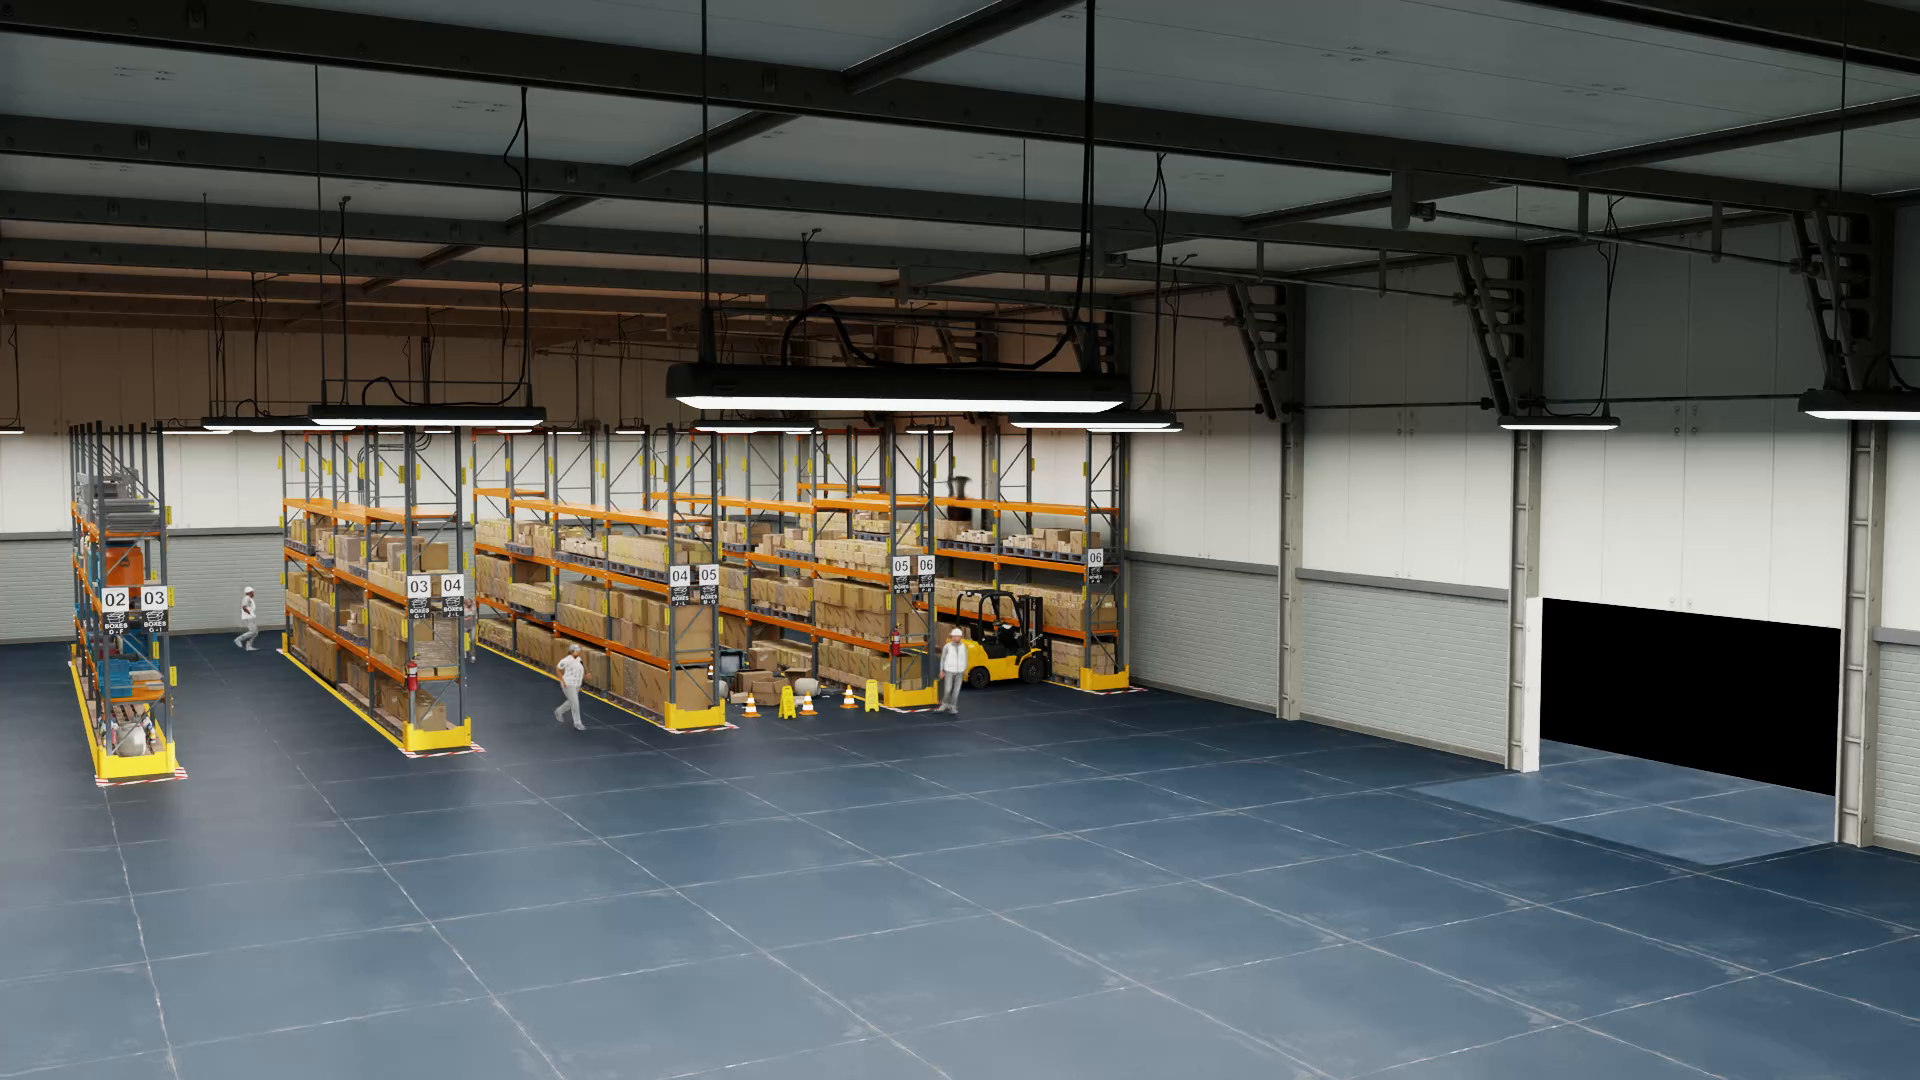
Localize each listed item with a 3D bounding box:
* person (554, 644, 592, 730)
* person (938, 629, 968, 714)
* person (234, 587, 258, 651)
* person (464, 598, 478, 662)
[{"bbox_3d":[-7.700,2.881,32.773,0.913,1.670,0.582,2,4,25],"label":"person"},{"bbox_3d":[-0.143,2.705,34.364,0.618,1.763,0.440,-1,4,-23],"label":"person"},{"bbox_3d":[-19.238,2.114,44.742,0.596,1.713,0.713,-2,4,-28],"label":"person"},{"bbox_3d":[-12.548,2.276,42.451,0.510,1.609,0.847,-2,4,-29],"label":"person"}]
